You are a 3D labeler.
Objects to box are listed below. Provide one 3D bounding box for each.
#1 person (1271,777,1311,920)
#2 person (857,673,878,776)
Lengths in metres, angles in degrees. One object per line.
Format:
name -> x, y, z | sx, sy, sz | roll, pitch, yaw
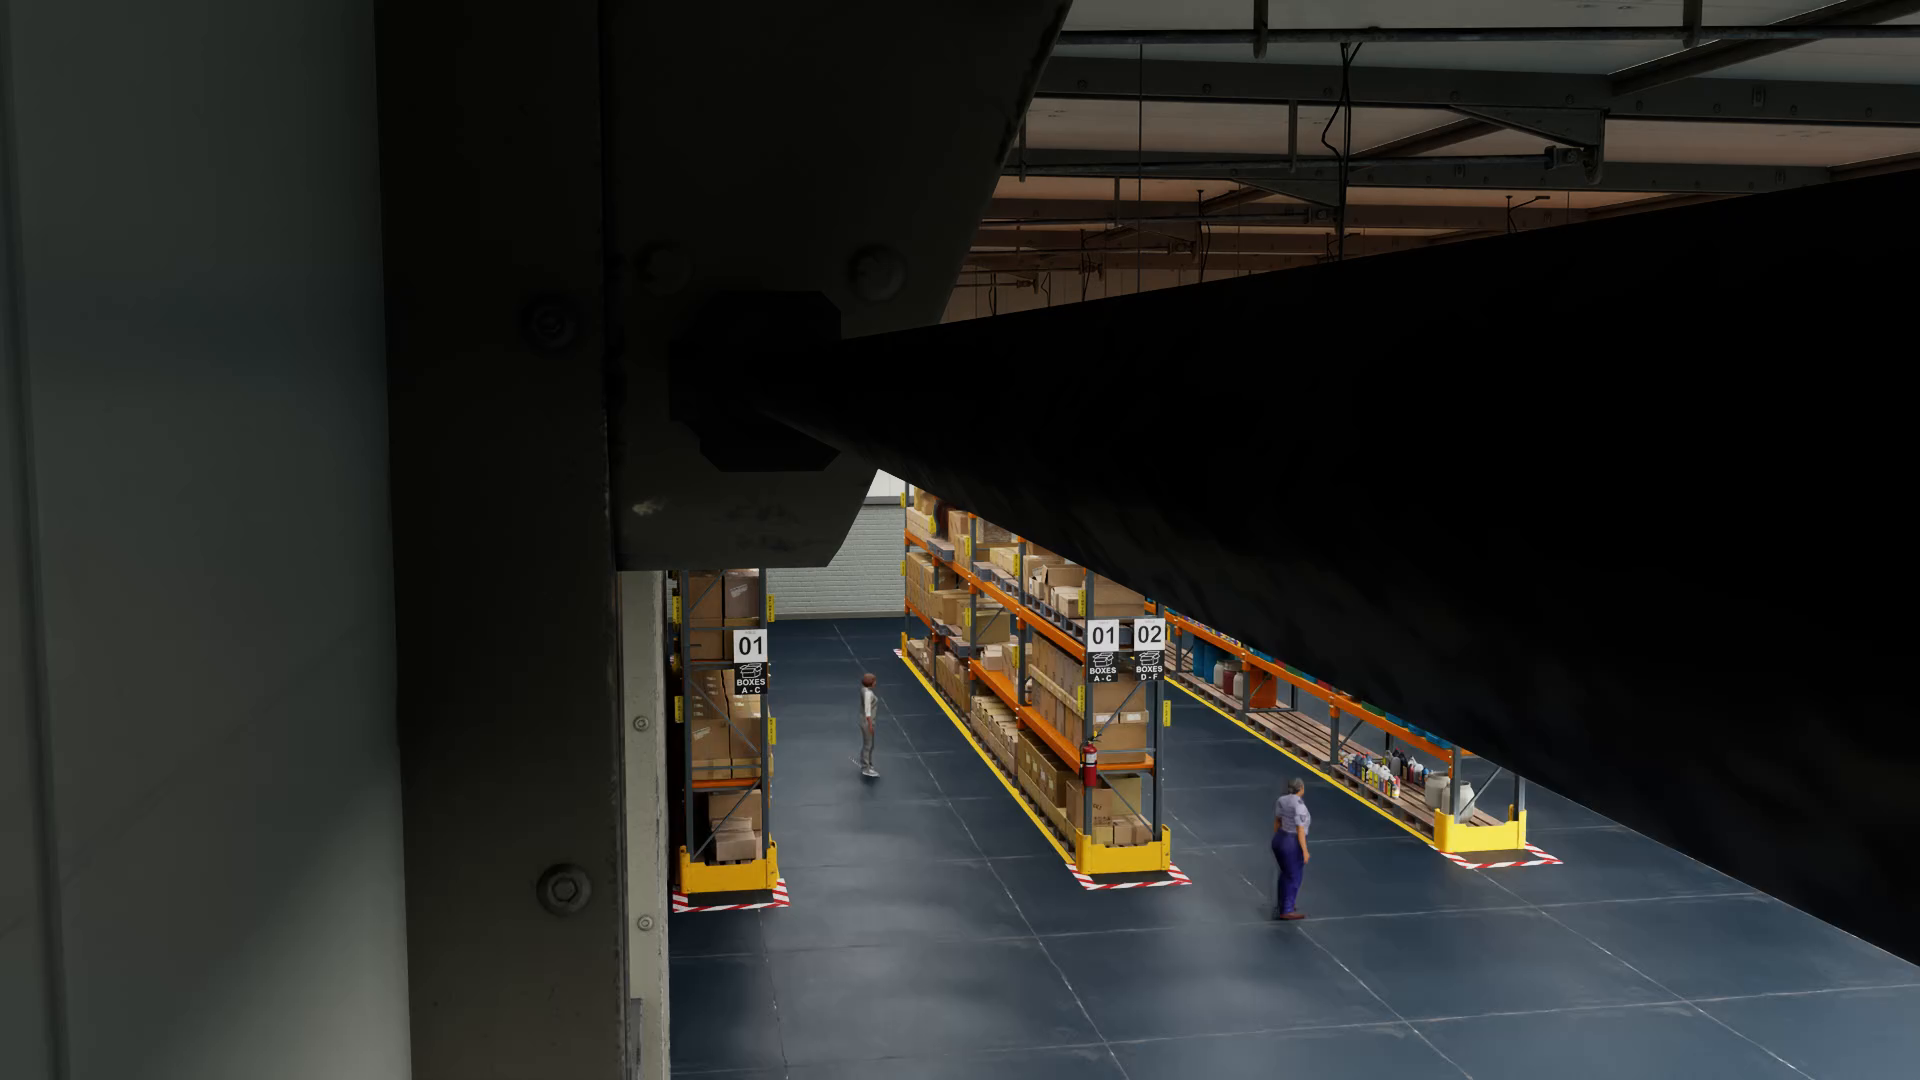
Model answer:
person -> 3.846, 3.557, 19.178 | 0.444, 1.654, 0.552 | -2, 6, -20
person -> -1.430, 2.887, 25.891 | 0.332, 1.659, 0.501 | -1, 6, -5
